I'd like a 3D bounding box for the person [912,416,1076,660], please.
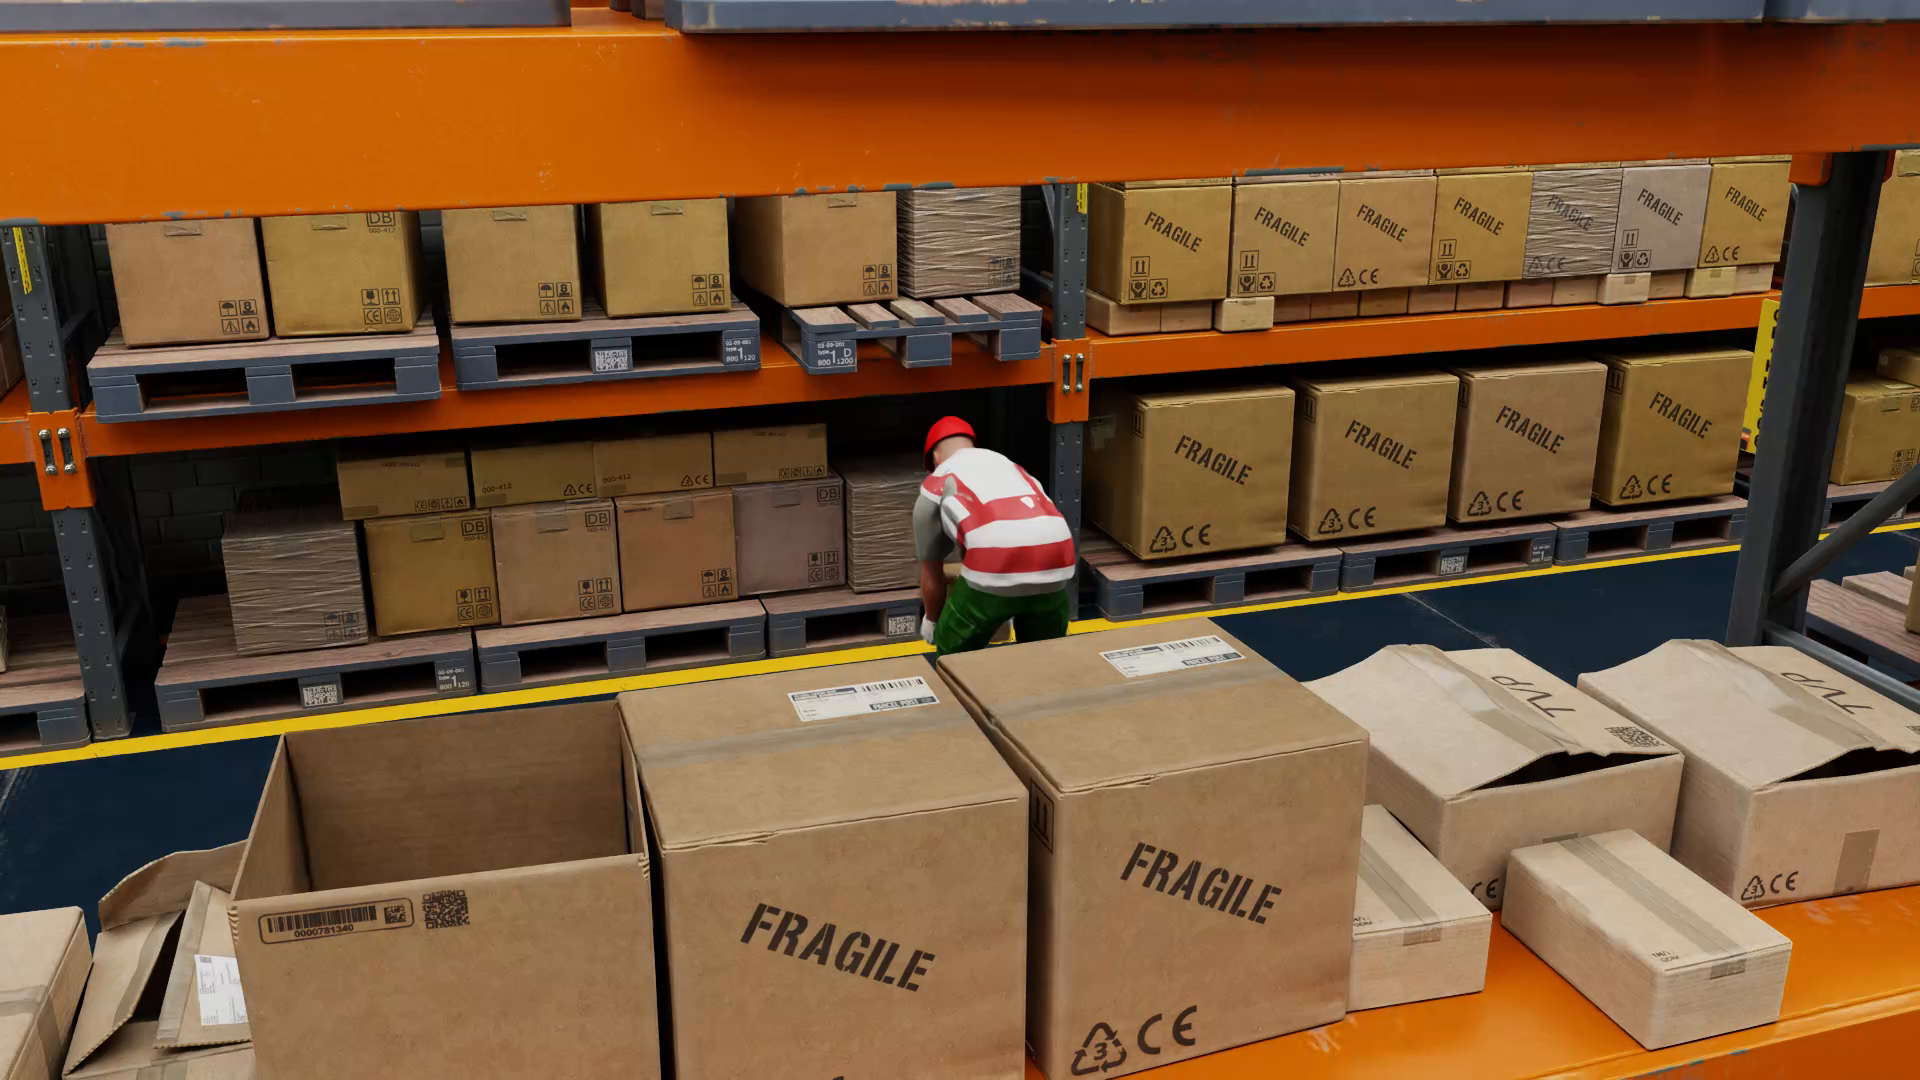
[{"bbox_3d":[0.095,0.234,6.160,0.509,1.257,0.928,-7,20,-19],"label":"person"}]
